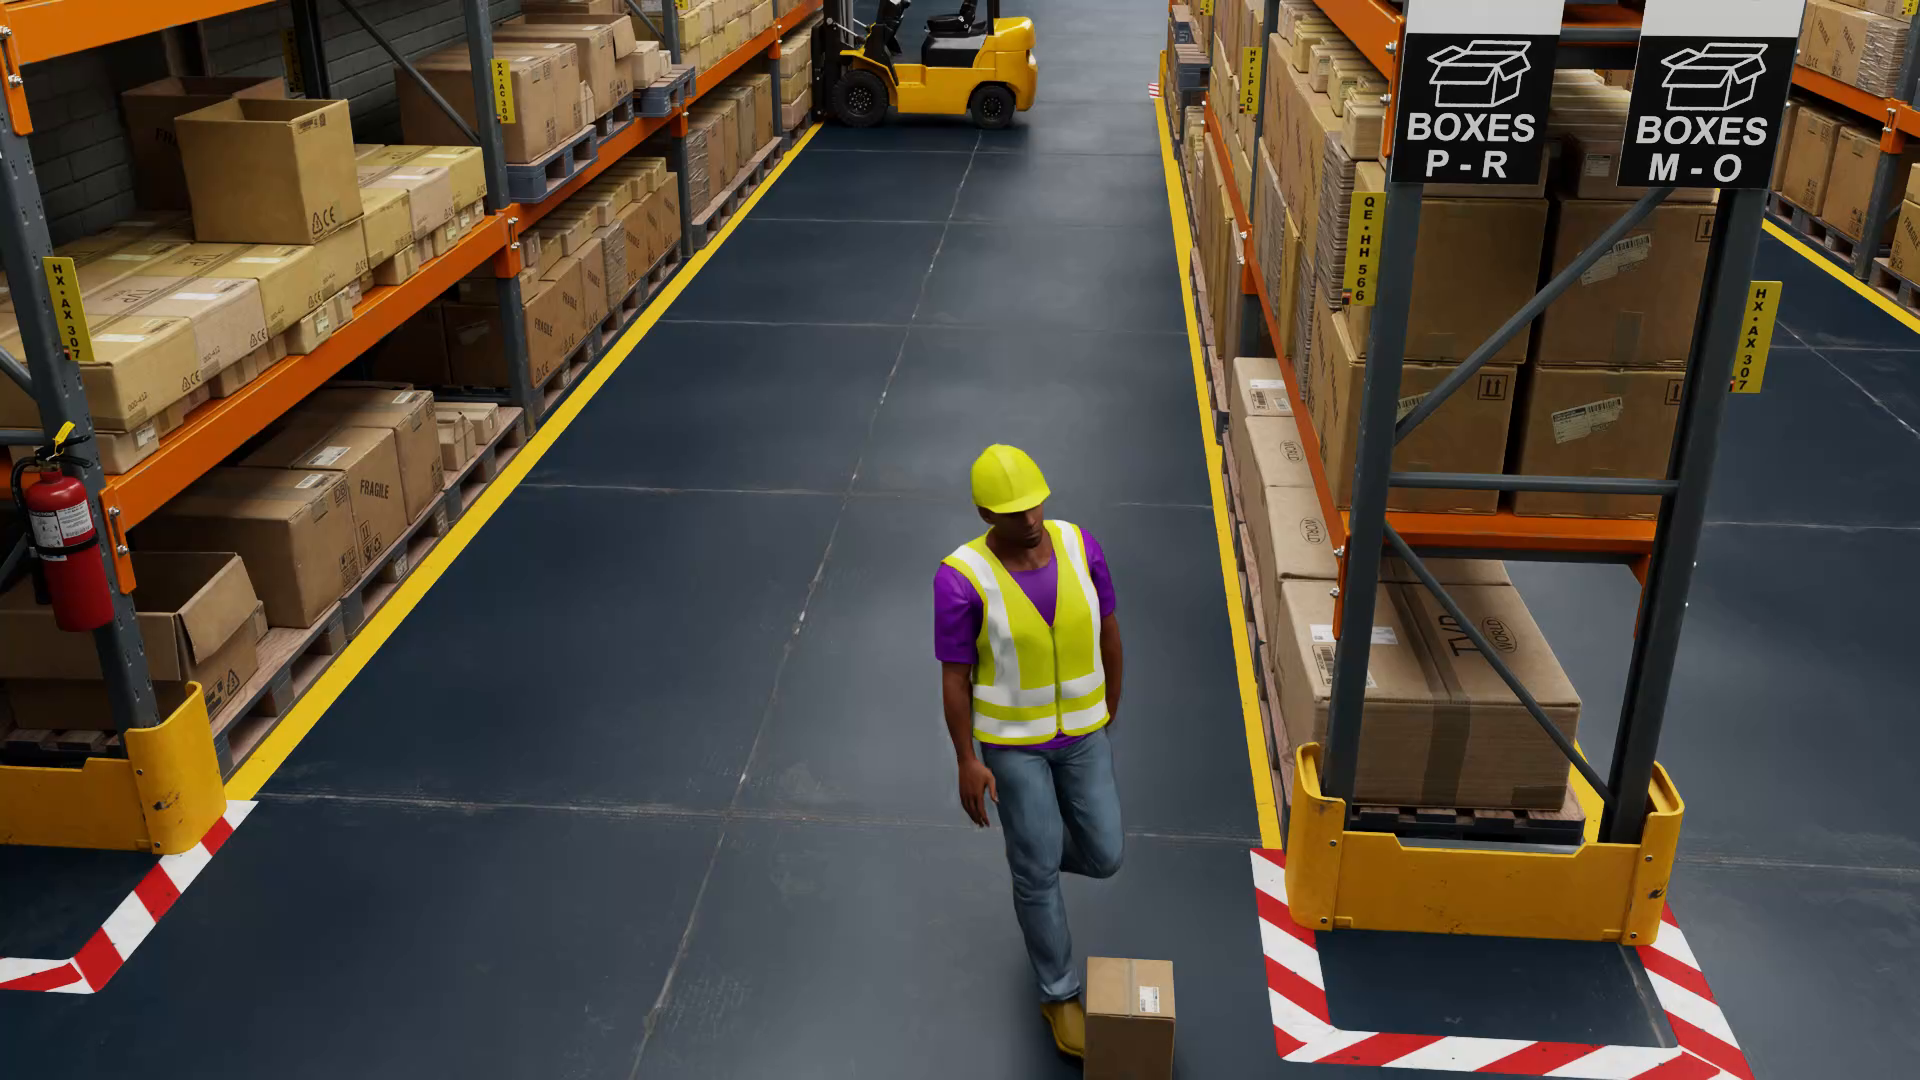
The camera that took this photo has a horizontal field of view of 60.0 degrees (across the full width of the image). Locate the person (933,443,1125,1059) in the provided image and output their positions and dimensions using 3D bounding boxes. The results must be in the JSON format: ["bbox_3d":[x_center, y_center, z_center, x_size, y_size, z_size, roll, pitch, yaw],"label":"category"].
[{"bbox_3d":[0.280,0.594,4.815,0.609,1.720,0.778,-10,26,-21],"label":"person"}]
